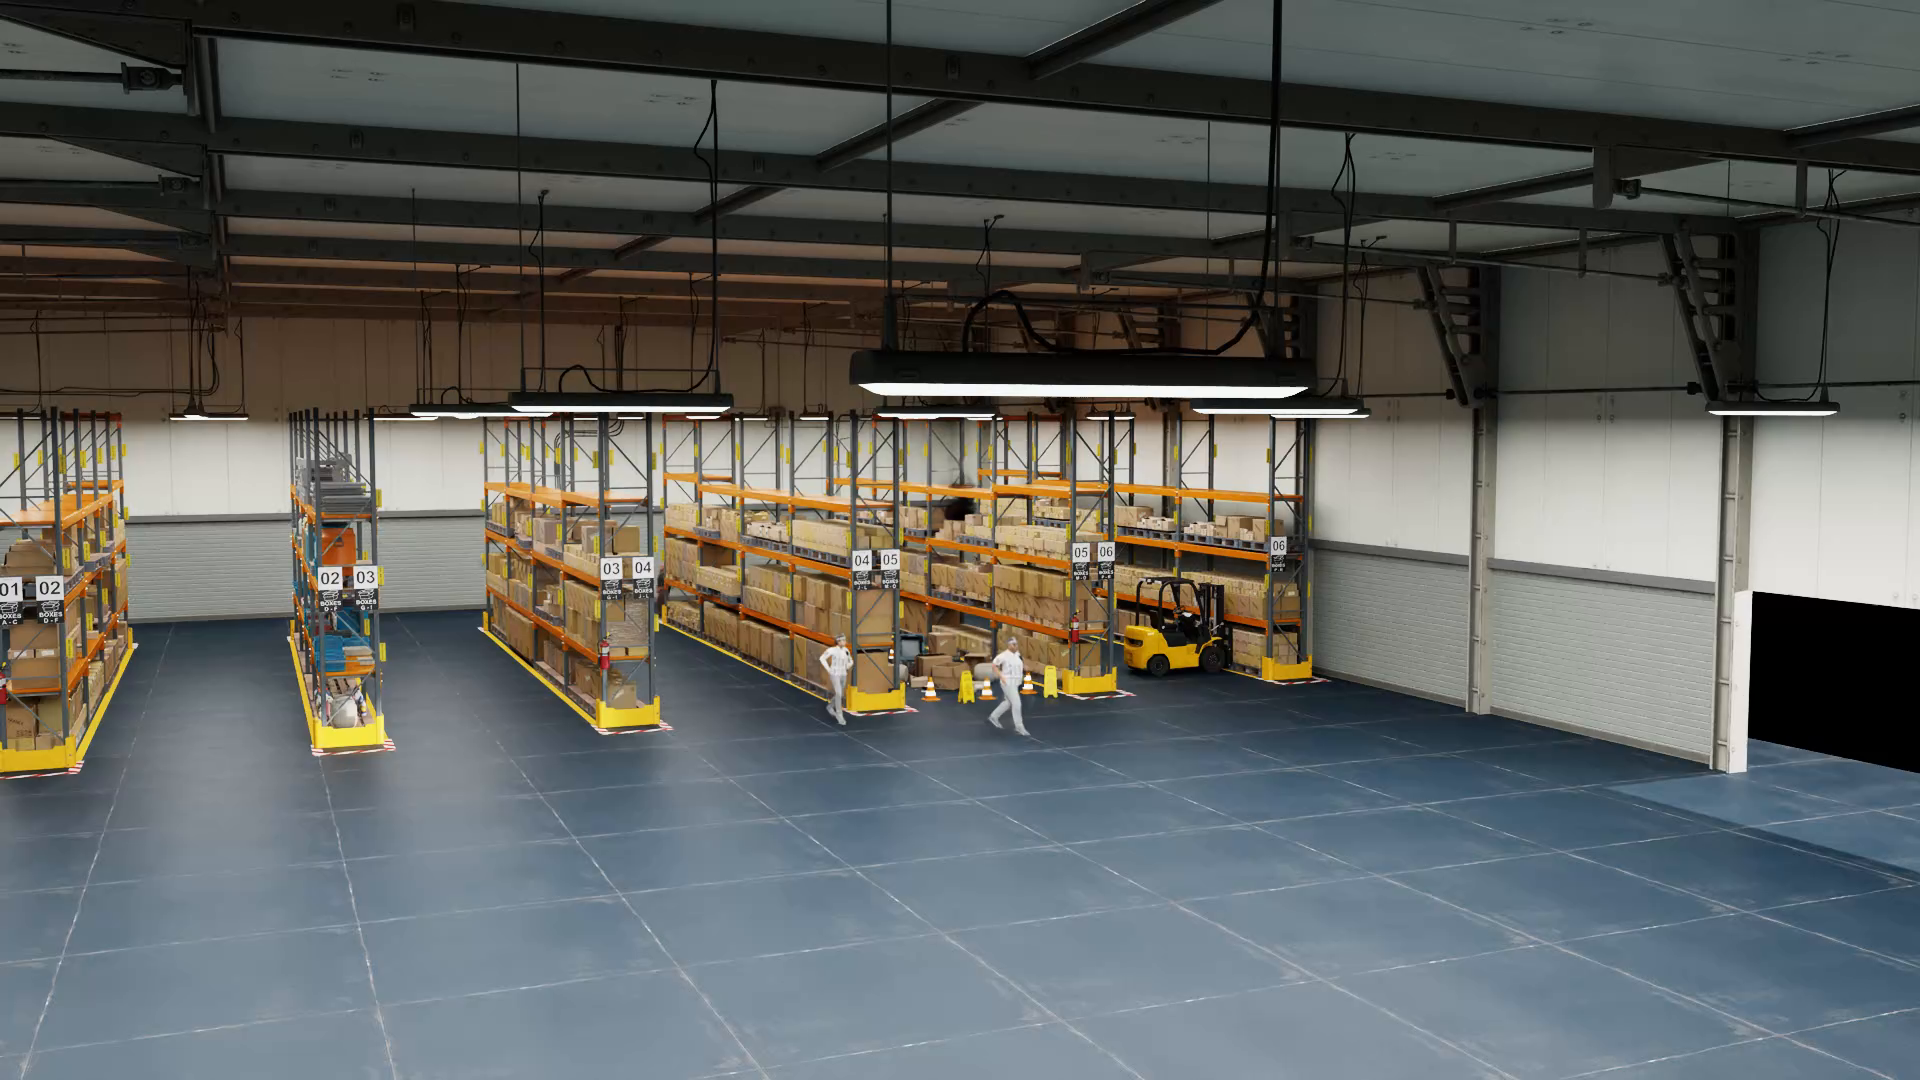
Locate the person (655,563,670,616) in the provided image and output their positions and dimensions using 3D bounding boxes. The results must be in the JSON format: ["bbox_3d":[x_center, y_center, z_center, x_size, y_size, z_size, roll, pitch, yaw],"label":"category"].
[{"bbox_3d":[-8.703,1.466,49.203,0.630,1.629,0.722,-2,4,-25],"label":"person"}]

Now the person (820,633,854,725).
[{"bbox_3d":[-2.315,2.638,32.061,0.620,1.692,0.932,-4,5,-41],"label":"person"}]

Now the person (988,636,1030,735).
[{"bbox_3d":[0.932,2.678,30.834,0.910,1.818,0.640,2,5,29],"label":"person"}]
